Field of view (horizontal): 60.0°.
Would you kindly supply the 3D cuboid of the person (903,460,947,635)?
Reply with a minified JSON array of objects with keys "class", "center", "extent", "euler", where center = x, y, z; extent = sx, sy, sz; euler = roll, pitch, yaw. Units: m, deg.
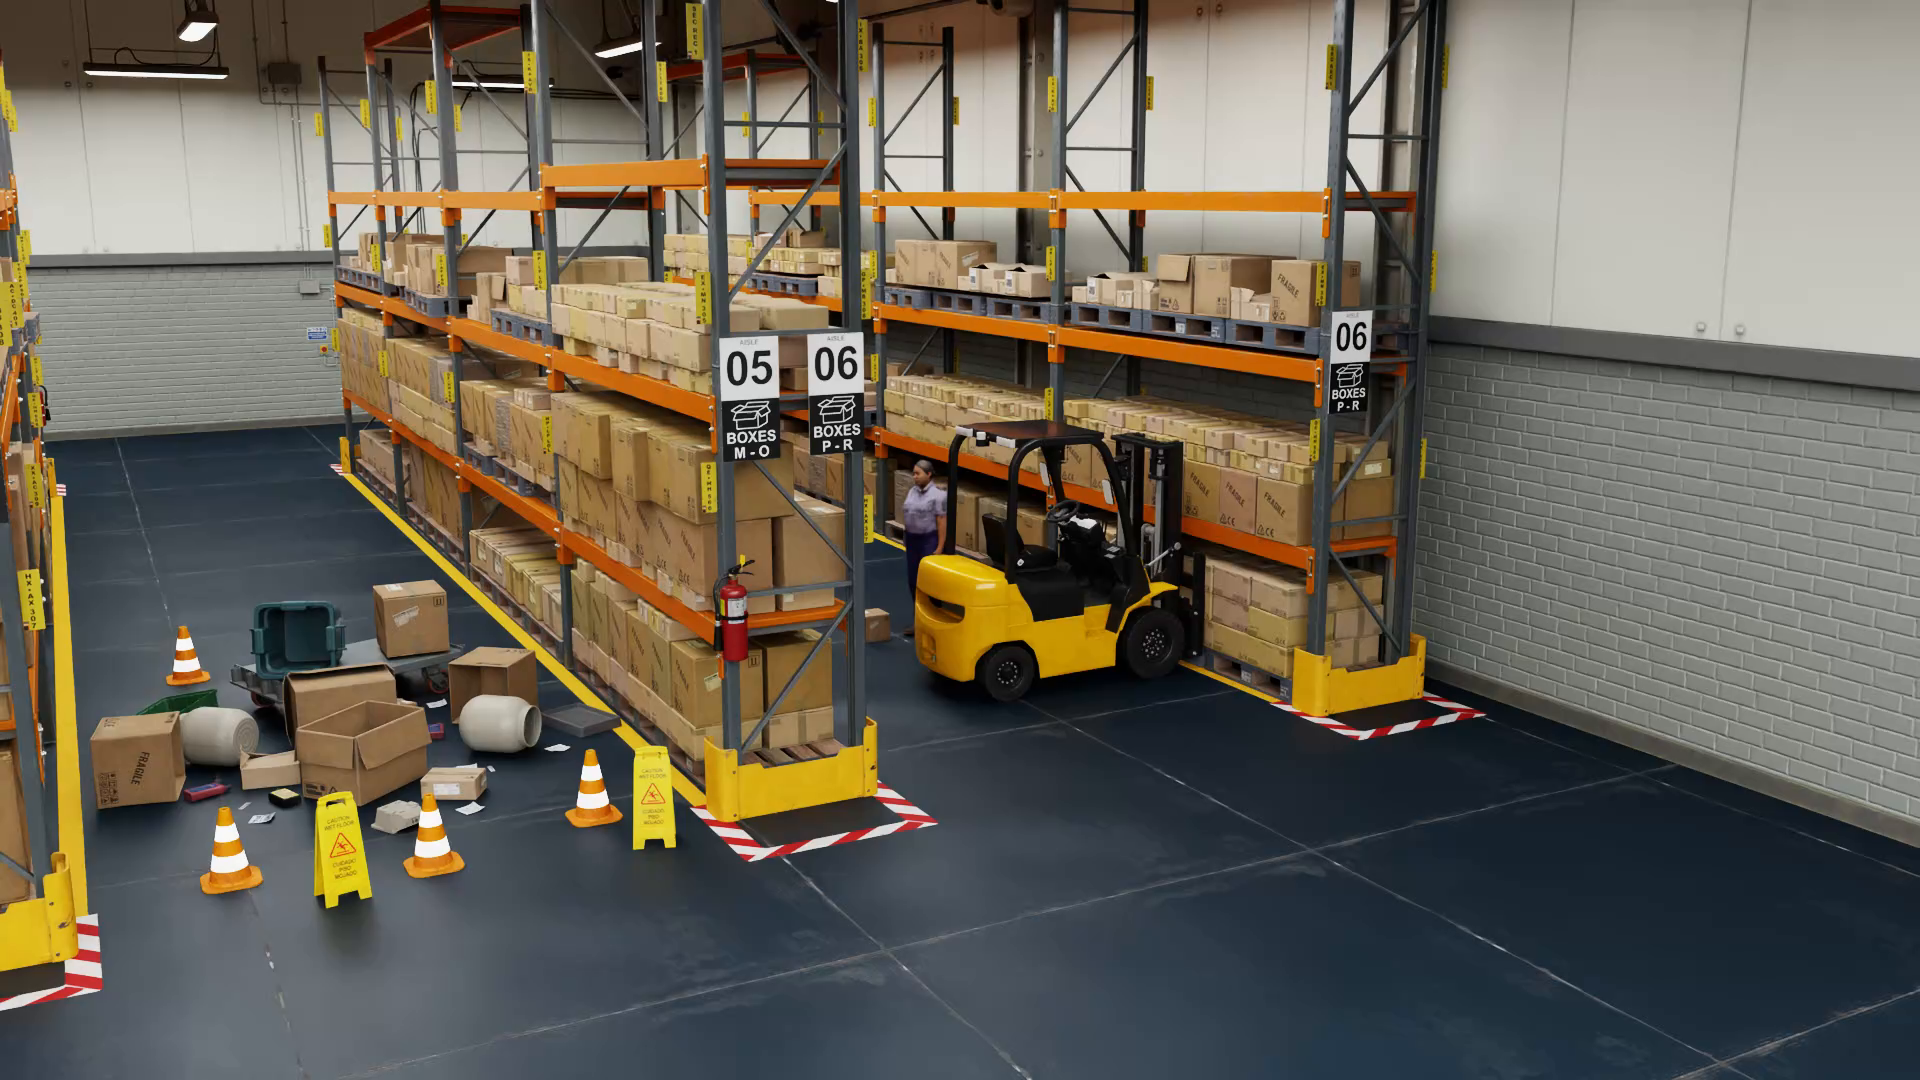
[{"class":"person","center":[-0.336,0.076,15.620],"extent":[0.493,1.668,0.455],"euler":[10,15,40]}]
